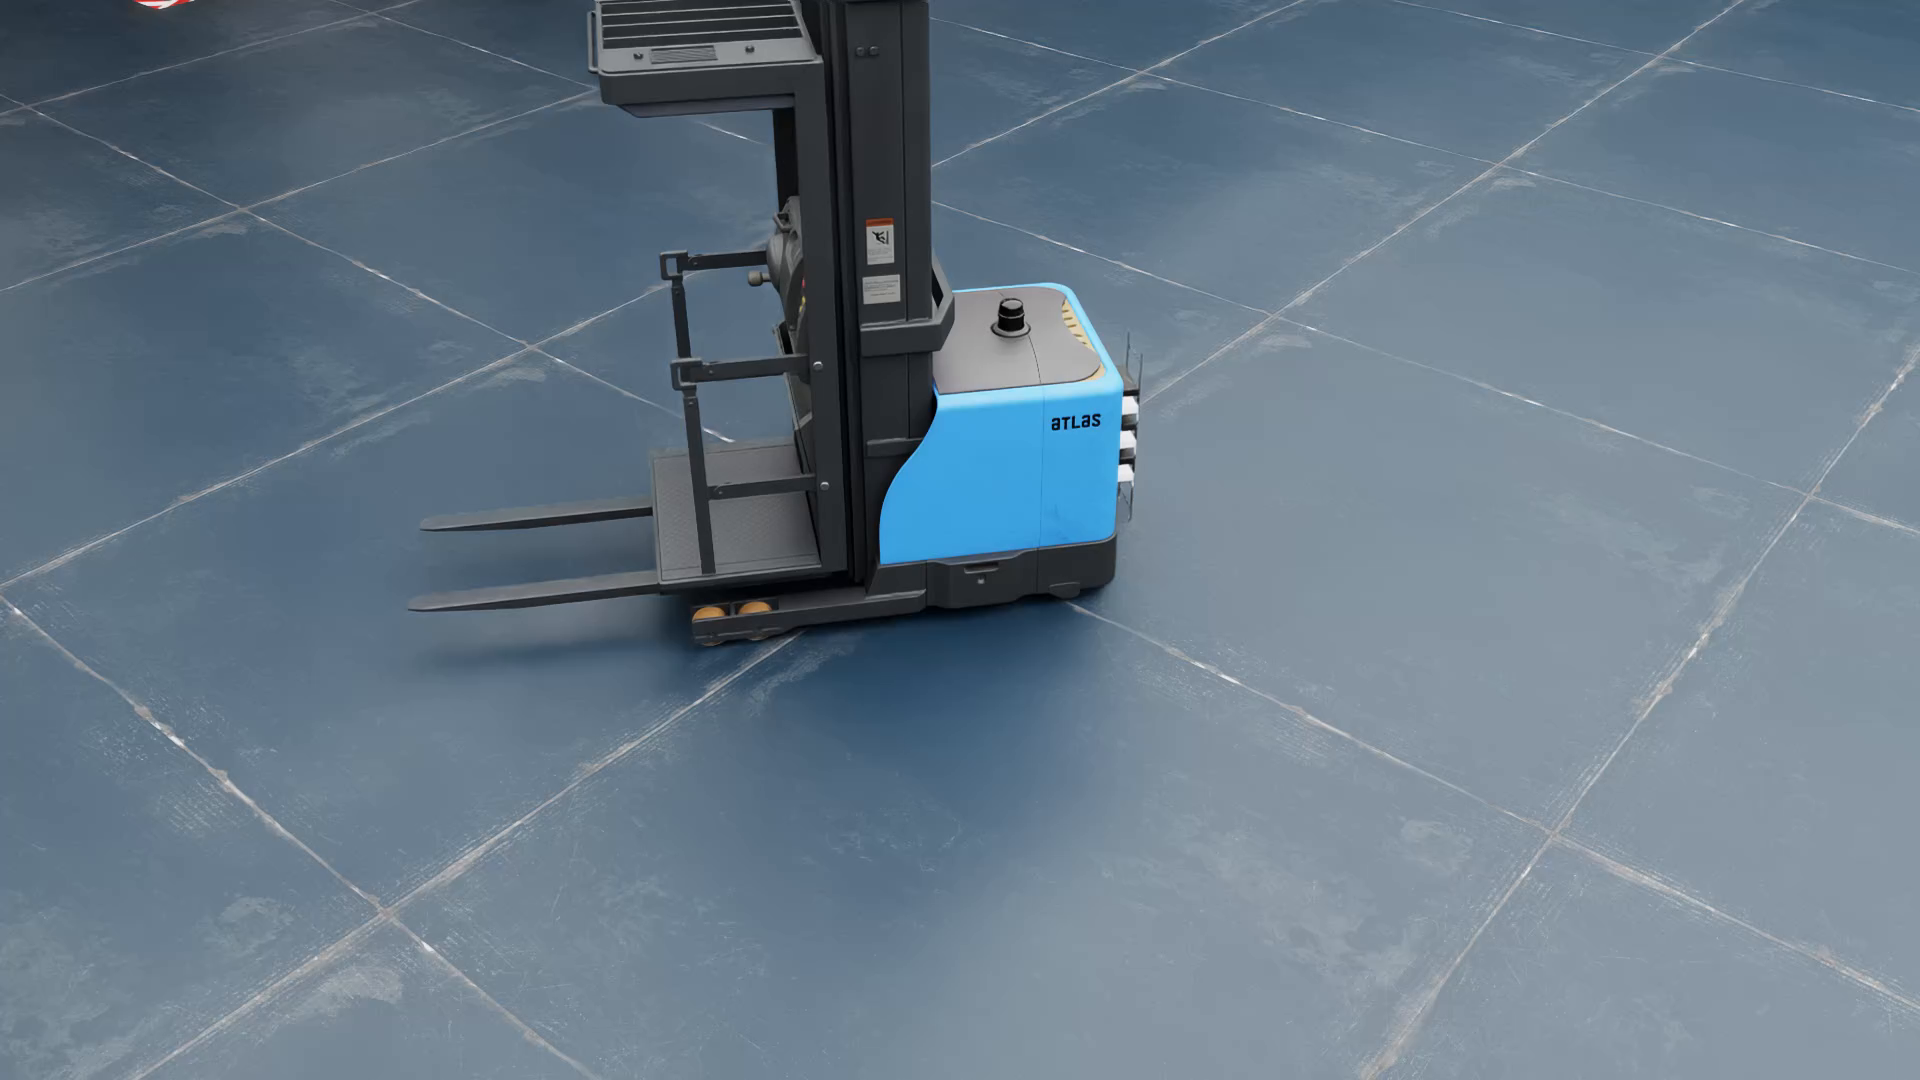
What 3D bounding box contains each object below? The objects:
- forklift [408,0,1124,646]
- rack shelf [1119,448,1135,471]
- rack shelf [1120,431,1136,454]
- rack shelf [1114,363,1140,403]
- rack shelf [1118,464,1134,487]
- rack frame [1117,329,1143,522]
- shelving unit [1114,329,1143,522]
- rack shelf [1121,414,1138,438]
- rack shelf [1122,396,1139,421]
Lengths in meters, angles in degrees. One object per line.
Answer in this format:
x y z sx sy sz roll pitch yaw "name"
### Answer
-0.879 -1.083 6.738 3.031 2.935 1.130 -6 35 -9 "forklift"
0.687 -0.410 7.770 0.200 0.077 0.258 -6 35 -9 "rack shelf"
0.687 -0.484 7.719 0.200 0.077 0.258 -6 35 -9 "rack shelf"
0.687 -0.707 7.566 0.200 0.077 0.258 -6 35 -9 "rack shelf"
0.687 -0.336 7.821 0.200 0.077 0.258 -6 35 -9 "rack shelf"
0.787 -0.522 7.715 0.006 0.900 0.240 -6 35 -9 "rack frame"
0.687 -0.512 7.700 0.210 0.900 0.258 -6 35 -9 "shelving unit"
0.687 -0.558 7.668 0.200 0.077 0.258 -6 35 -9 "rack shelf"
0.687 -0.632 7.617 0.200 0.077 0.258 -6 35 -9 "rack shelf"
